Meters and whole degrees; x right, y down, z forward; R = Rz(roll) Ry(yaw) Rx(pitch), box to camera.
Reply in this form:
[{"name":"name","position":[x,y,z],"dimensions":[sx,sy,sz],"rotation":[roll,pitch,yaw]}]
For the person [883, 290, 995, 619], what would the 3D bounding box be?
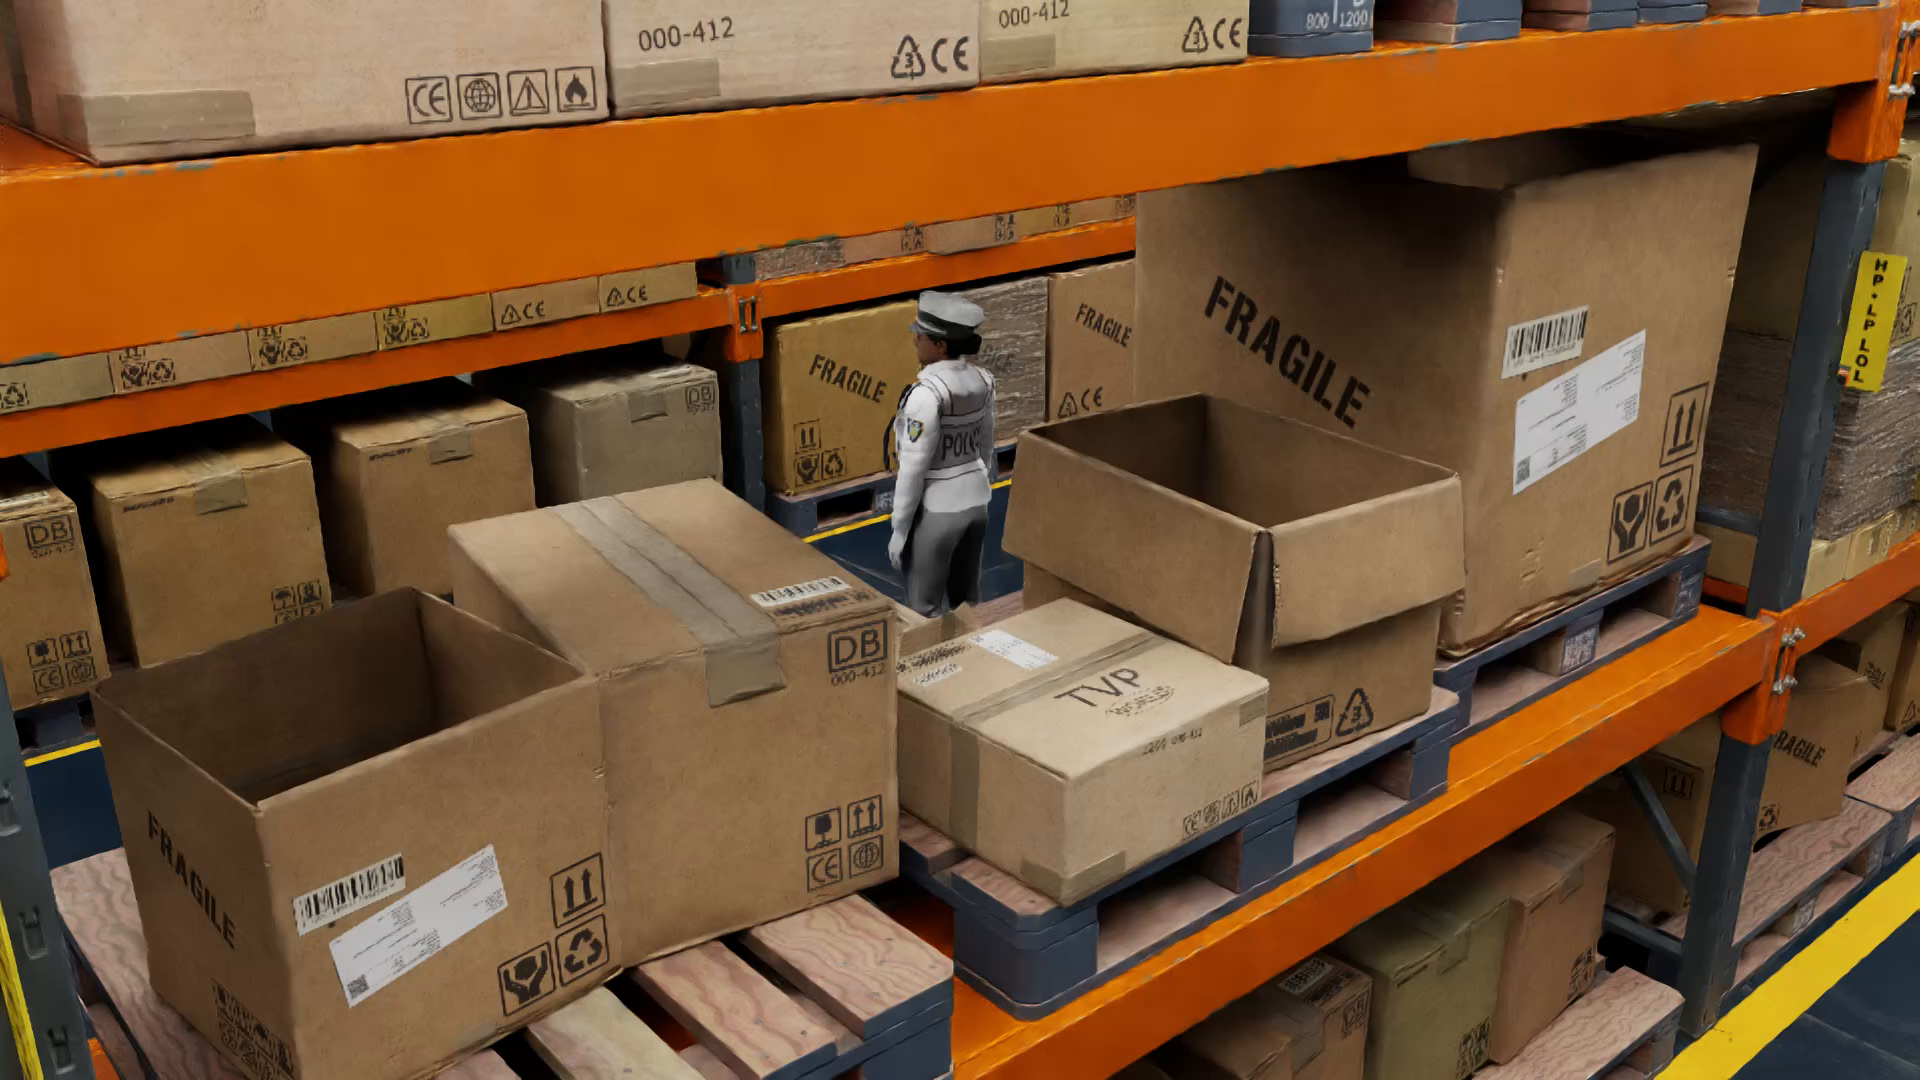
[{"name":"person","position":[-0.076,-0.090,6.224],"dimensions":[0.372,1.694,0.528],"rotation":[16,26,36]}]
